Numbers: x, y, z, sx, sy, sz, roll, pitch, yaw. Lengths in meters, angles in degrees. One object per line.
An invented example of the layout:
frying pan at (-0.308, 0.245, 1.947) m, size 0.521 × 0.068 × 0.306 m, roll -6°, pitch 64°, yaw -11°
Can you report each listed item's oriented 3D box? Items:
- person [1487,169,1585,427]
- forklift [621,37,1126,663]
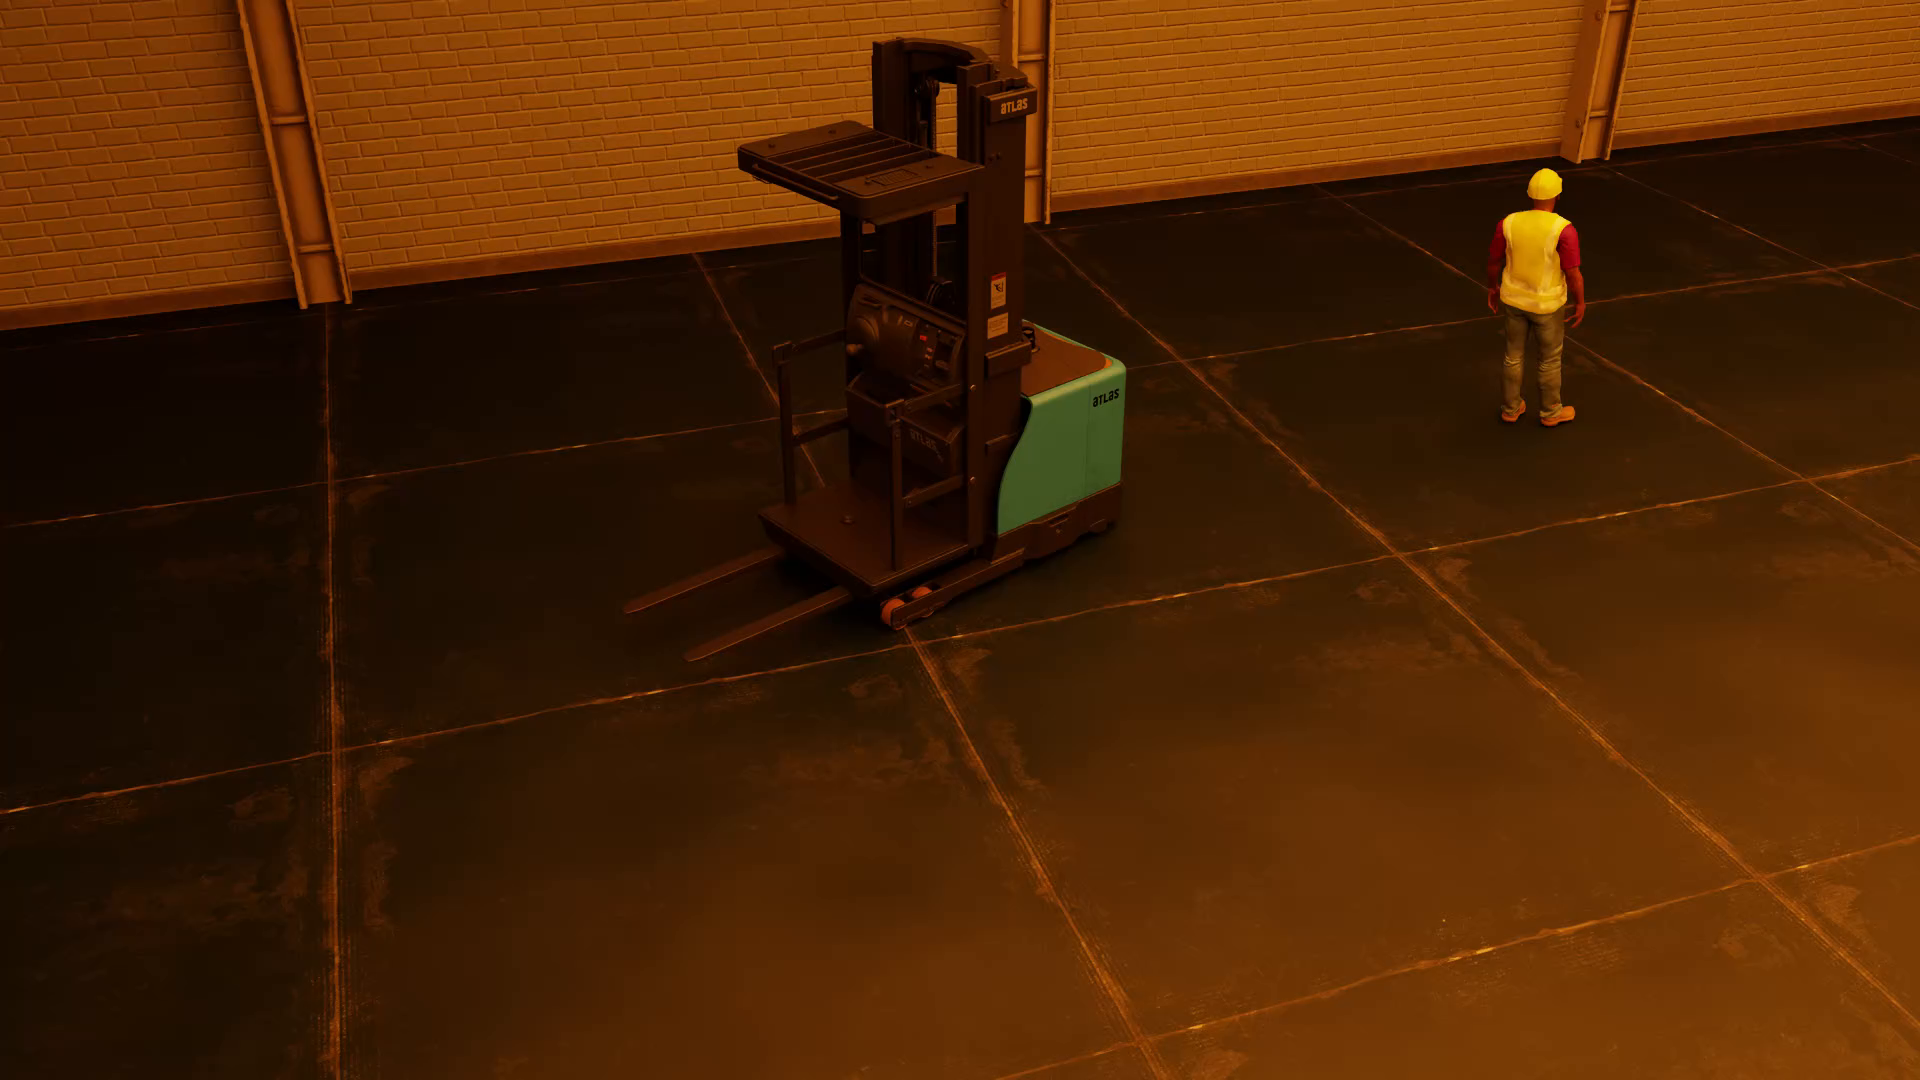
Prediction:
person at (3.846, -1.620, 11.056) m, size 0.666 × 1.766 × 0.576 m, roll 24°, pitch 38°, yaw 35°
forklift at (-0.461, -1.072, 8.951) m, size 3.031 × 2.935 × 1.130 m, roll -23°, pitch 37°, yaw -34°
